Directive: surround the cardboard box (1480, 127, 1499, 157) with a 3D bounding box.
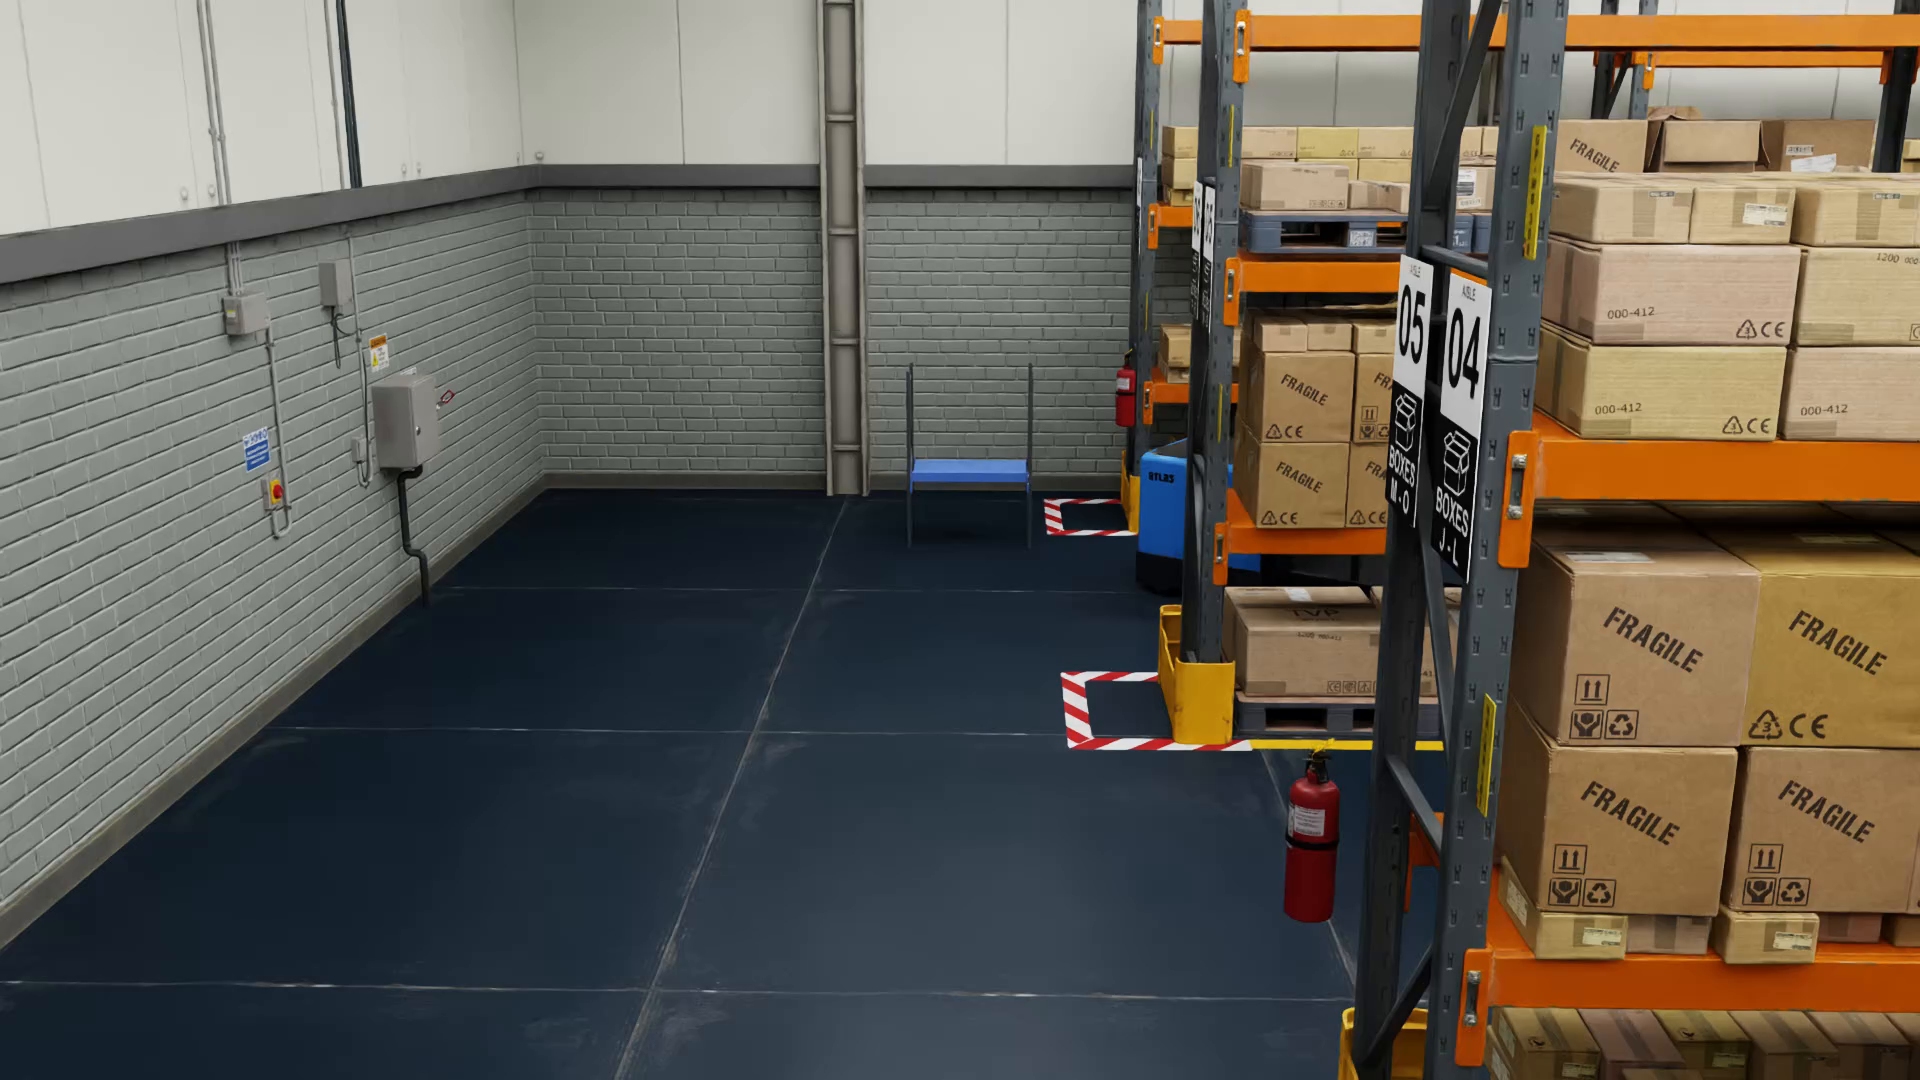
[{"bbox_3d":[4.576,-3.342,13.978,0.500,0.250,0.500,0,15,1],"label":"cardboard box"}]

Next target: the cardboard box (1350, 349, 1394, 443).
[{"bbox_3d":[2.462,-0.850,9.526,0.500,0.500,0.500,0,15,0],"label":"cardboard box"}]

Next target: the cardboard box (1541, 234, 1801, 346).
[{"bbox_3d":[1.890,-0.683,4.483,0.500,0.250,0.500,1,15,2],"label":"cardboard box"}]

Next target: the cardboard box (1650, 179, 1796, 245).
[{"bbox_3d":[2.020,-0.879,4.443,0.250,0.149,0.380,1,15,4],"label":"cardboard box"}]

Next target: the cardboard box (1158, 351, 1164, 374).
[{"bbox_3d":[1.934,-1.606,15.041,0.250,0.149,0.380,0,15,1],"label":"cardboard box"}]

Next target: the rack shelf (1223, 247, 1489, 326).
[{"bbox_3d":[3.472,-1.485,9.620,4.000,0.370,1.077,0,15,1],"label":"rack shelf"}]

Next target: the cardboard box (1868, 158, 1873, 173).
[{"bbox_3d":[7.420,-3.109,13.837,0.250,0.149,0.380,1,15,3],"label":"cardboard box"}]

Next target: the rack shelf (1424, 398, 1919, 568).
[{"bbox_3d":[3.447,-0.222,4.832,4.000,0.370,1.077,0,15,1],"label":"rack shelf"}]

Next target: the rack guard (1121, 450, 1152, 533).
[{"bbox_3d":[1.672,-0.452,15.075,0.348,0.500,1.175,0,15,1],"label":"rack guard"}]

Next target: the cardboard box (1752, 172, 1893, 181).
[{"bbox_3d":[2.555,-1.016,4.962,0.250,0.149,0.380,1,15,2],"label":"cardboard box"}]

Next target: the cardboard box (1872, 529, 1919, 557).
[{"bbox_3d":[2.913,0.273,4.686,0.500,0.500,0.500,0,15,0],"label":"cardboard box"}]

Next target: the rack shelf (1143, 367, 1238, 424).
[{"bbox_3d":[3.595,-1.301,14.800,4.000,0.370,1.077,0,15,1],"label":"rack shelf"}]

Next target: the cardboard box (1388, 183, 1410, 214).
[{"bbox_3d":[2.555,-1.910,9.294,0.250,0.149,0.380,1,15,3],"label":"cardboard box"}]

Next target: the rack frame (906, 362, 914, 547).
[{"bbox_3d":[-0.423,-0.728,14.159,0.032,1.500,0.500,0,15,1],"label":"rack frame"}]

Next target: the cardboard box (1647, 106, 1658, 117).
[{"bbox_3d":[5.902,-3.575,14.210,0.258,0.266,0.396,0,15,1],"label":"cardboard box"}]

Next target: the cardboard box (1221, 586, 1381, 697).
[{"bbox_3d":[2.135,0.619,10.314,0.875,0.438,0.875,0,15,0],"label":"cardboard box"}]

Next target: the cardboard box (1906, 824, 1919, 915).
[{"bbox_3d":[2.914,0.752,4.831,0.500,0.500,0.500,1,15,2],"label":"cardboard box"}]

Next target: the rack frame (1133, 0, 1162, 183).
[{"bbox_3d":[1.596,-4.562,13.993,0.127,3.000,1.000,0,15,1],"label":"rack frame"}]

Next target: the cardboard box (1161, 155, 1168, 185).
[{"bbox_3d":[2.047,-3.250,14.609,0.500,0.250,0.500,0,15,0],"label":"cardboard box"}]

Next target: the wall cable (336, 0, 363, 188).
[{"bbox_3d":[-4.090,-4.182,12.477,0.133,3.039,2.988,0,15,1],"label":"wall cable"}]

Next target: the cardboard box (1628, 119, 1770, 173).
[{"bbox_3d":[4.123,-2.122,9.401,0.637,0.503,0.797,2,15,6],"label":"cardboard box"}]

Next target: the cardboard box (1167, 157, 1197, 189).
[{"bbox_3d":[2.032,-3.111,14.081,0.500,0.250,0.500,0,15,1],"label":"cardboard box"}]

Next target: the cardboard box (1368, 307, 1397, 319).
[{"bbox_3d":[2.602,-1.302,9.968,0.250,0.149,0.380,1,15,3],"label":"cardboard box"}]

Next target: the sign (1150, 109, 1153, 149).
[{"bbox_3d":[1.582,-3.396,13.739,0.005,0.325,0.100,0,15,1],"label":"sign"}]

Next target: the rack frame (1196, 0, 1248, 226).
[{"bbox_3d":[1.473,-3.296,9.195,0.127,3.000,1.000,0,15,1],"label":"rack frame"}]

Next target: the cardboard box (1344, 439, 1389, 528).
[{"bbox_3d":[2.452,-0.372,9.672,0.500,0.500,0.500,0,15,1],"label":"cardboard box"}]

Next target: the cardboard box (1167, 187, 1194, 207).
[{"bbox_3d":[1.909,-2.929,14.175,0.250,0.149,0.380,1,15,3],"label":"cardboard box"}]

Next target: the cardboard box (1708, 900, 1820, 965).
[{"bbox_3d":[2.286,1.081,4.855,0.250,0.149,0.380,0,15,0],"label":"cardboard box"}]

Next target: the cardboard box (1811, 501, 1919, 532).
[{"bbox_3d":[2.938,0.136,5.207,0.500,0.500,0.500,1,15,4],"label":"cardboard box"}]

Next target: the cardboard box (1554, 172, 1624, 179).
[{"bbox_3d":[1.787,-1.018,4.970,0.250,0.149,0.380,0,15,1],"label":"cardboard box"}]

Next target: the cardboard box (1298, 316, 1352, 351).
[{"bbox_3d":[2.084,-1.185,9.523,0.250,0.149,0.380,1,15,3],"label":"cardboard box"}]

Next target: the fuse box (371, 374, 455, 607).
[{"bbox_3d":[-3.965,-0.338,12.268,0.414,1.711,0.539,0,15,1],"label":"fuse box"}]

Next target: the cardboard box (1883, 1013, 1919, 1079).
[{"bbox_3d":[3.283,1.715,5.559,0.250,0.149,0.380,0,15,0],"label":"cardboard box"}]

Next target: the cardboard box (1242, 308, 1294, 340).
[{"bbox_3d":[1.837,-1.290,9.922,0.250,0.149,0.380,1,15,2],"label":"cardboard box"}]

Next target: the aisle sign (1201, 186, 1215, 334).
[{"bbox_3d":[1.393,-1.579,9.350,0.004,0.787,0.394,0,15,1],"label":"aisle sign"}]

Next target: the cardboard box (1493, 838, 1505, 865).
[{"bbox_3d":[1.781,0.919,5.470,0.250,0.149,0.380,0,15,1],"label":"cardboard box"}]

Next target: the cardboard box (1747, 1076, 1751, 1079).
[{"bbox_3d":[2.768,1.860,5.591,0.250,0.149,0.380,0,15,1],"label":"cardboard box"}]

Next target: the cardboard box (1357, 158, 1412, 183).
[{"bbox_3d":[3.570,-3.109,14.074,0.500,0.250,0.500,0,15,1],"label":"cardboard box"}]

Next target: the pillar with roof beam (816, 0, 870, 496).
[{"bbox_3d":[-1.186,-3.712,10.769,0.400,9.000,9.100,0,15,1],"label":"pillar with roof beam"}]

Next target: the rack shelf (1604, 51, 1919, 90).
[{"bbox_3d":[7.594,-3.982,13.987,4.000,0.370,1.077,0,15,1],"label":"rack shelf"}]

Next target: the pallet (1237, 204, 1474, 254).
[{"bbox_3d":[2.215,-1.801,9.580,1.213,0.211,1.003,0,15,1],"label":"pallet"}]

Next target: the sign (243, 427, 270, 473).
[{"bbox_3d":[-4.227,-0.545,9.997,0.001,0.218,0.327,0,15,1],"label":"sign"}]

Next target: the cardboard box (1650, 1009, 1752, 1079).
[{"bbox_3d":[2.495,1.679,5.694,0.250,0.149,0.380,0,15,0],"label":"cardboard box"}]

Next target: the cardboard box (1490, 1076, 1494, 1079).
[{"bbox_3d":[1.979,1.993,5.671,0.250,0.149,0.380,1,15,2],"label":"cardboard box"}]

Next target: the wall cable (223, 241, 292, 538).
[{"bbox_3d":[-4.165,-0.933,9.943,0.123,1.953,0.585,0,15,1],"label":"wall cable"}]

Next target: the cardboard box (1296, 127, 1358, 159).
[{"bbox_3d":[3.044,-3.350,14.009,0.500,0.250,0.500,0,15,1],"label":"cardboard box"}]

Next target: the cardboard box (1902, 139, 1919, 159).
[{"bbox_3d":[7.945,-3.259,13.863,0.250,0.149,0.380,0,15,2],"label":"cardboard box"}]

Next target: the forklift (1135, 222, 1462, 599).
[{"bbox_3d":[2.868,-0.926,12.104,3.031,2.935,1.130,10,18,33],"label":"forklift"}]

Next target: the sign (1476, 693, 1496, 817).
[{"bbox_3d":[1.434,0.587,4.538,0.005,0.325,0.100,0,15,1],"label":"sign"}]

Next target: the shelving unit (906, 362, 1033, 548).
[{"bbox_3d":[0.085,-0.725,14.147,1.048,1.500,0.538,0,15,1],"label":"shelving unit"}]

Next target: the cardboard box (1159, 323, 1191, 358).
[{"bbox_3d":[2.062,-1.798,14.984,0.500,0.250,0.500,1,15,3],"label":"cardboard box"}]
